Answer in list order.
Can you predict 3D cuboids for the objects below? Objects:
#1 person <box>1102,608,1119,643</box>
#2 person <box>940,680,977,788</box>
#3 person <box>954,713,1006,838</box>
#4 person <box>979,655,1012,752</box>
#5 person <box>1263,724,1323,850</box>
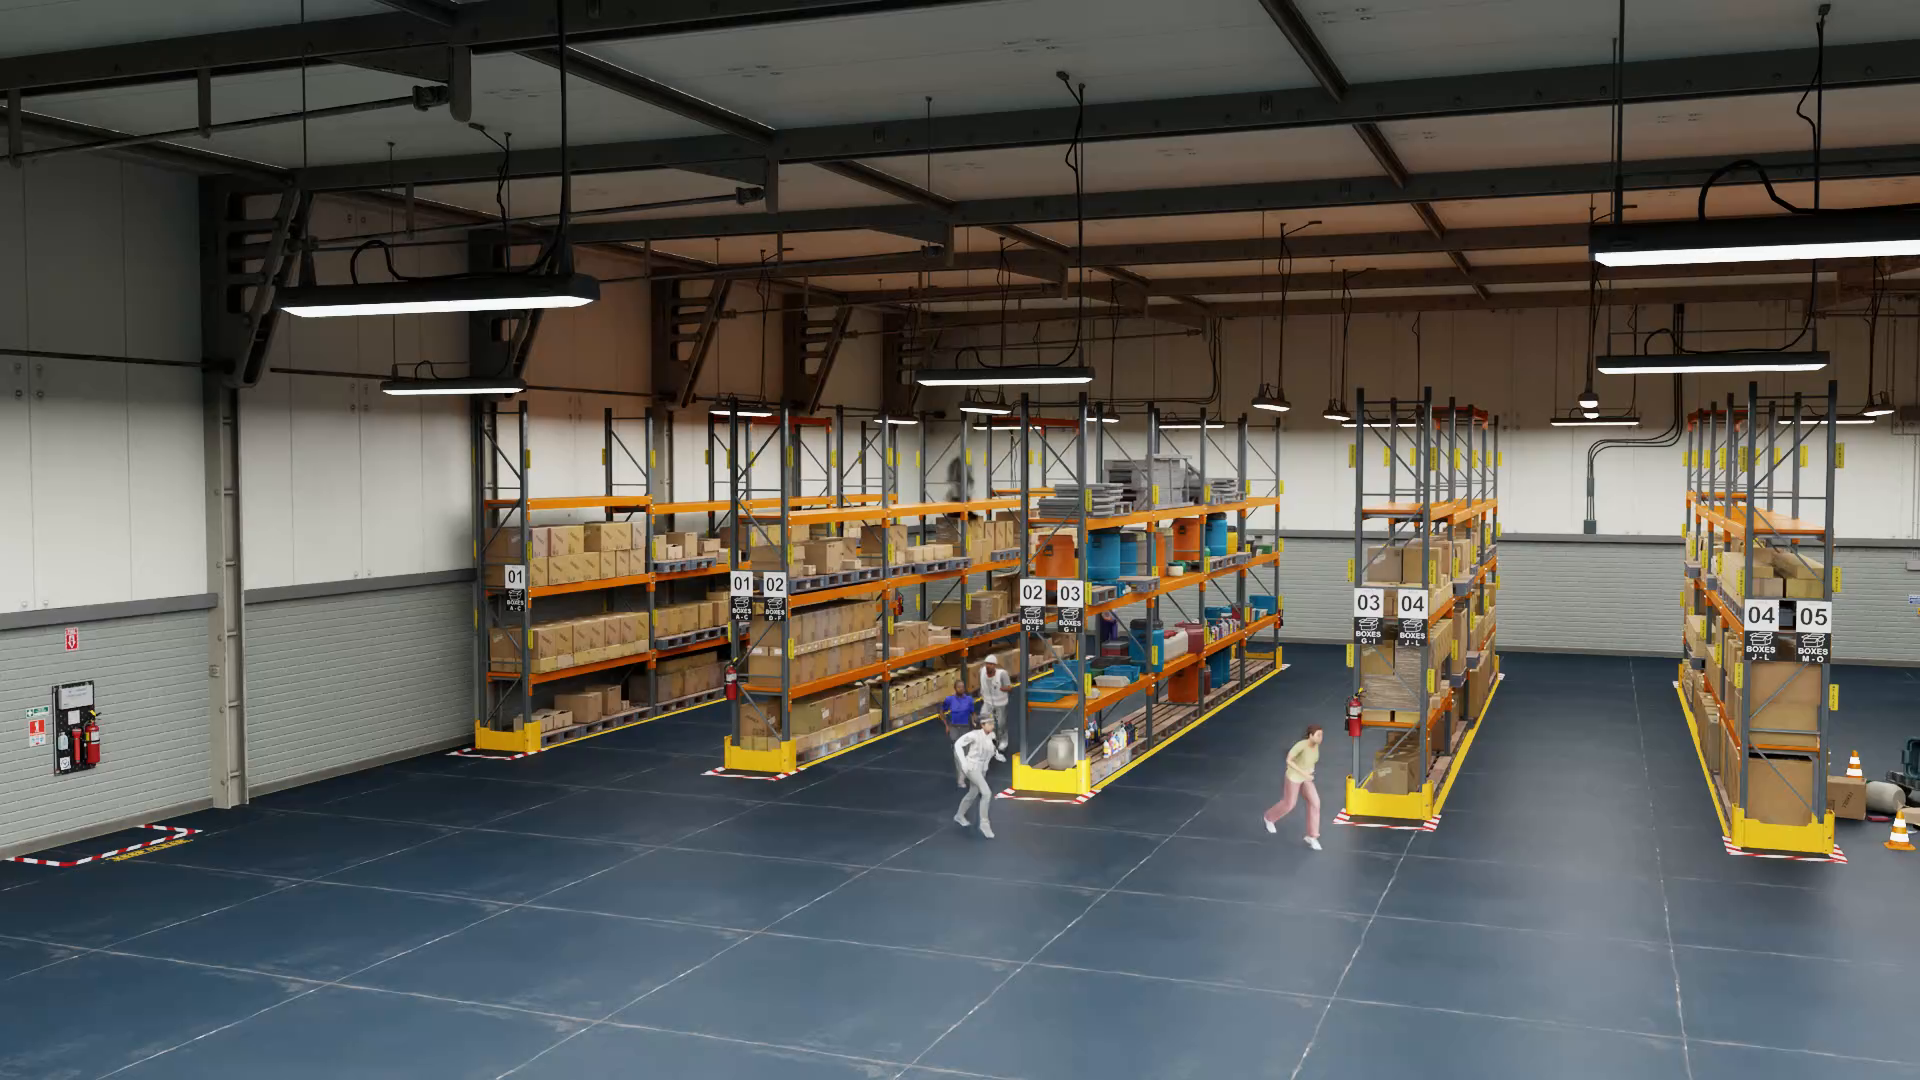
[{"bbox_3d":[3.759,2.161,41.902,0.600,1.649,0.823,-1,3,-19],"label":"person"},{"bbox_3d":[-0.029,2.953,25.693,0.560,1.628,0.780,-1,3,-11],"label":"person"},{"bbox_3d":[0.209,3.116,22.238,0.856,1.671,0.632,3,4,44],"label":"person"},{"bbox_3d":[0.585,2.770,27.884,0.668,1.739,0.936,1,3,18],"label":"person"},{"bbox_3d":[4.361,3.175,21.710,0.614,1.605,1.004,-2,4,-41],"label":"person"}]
